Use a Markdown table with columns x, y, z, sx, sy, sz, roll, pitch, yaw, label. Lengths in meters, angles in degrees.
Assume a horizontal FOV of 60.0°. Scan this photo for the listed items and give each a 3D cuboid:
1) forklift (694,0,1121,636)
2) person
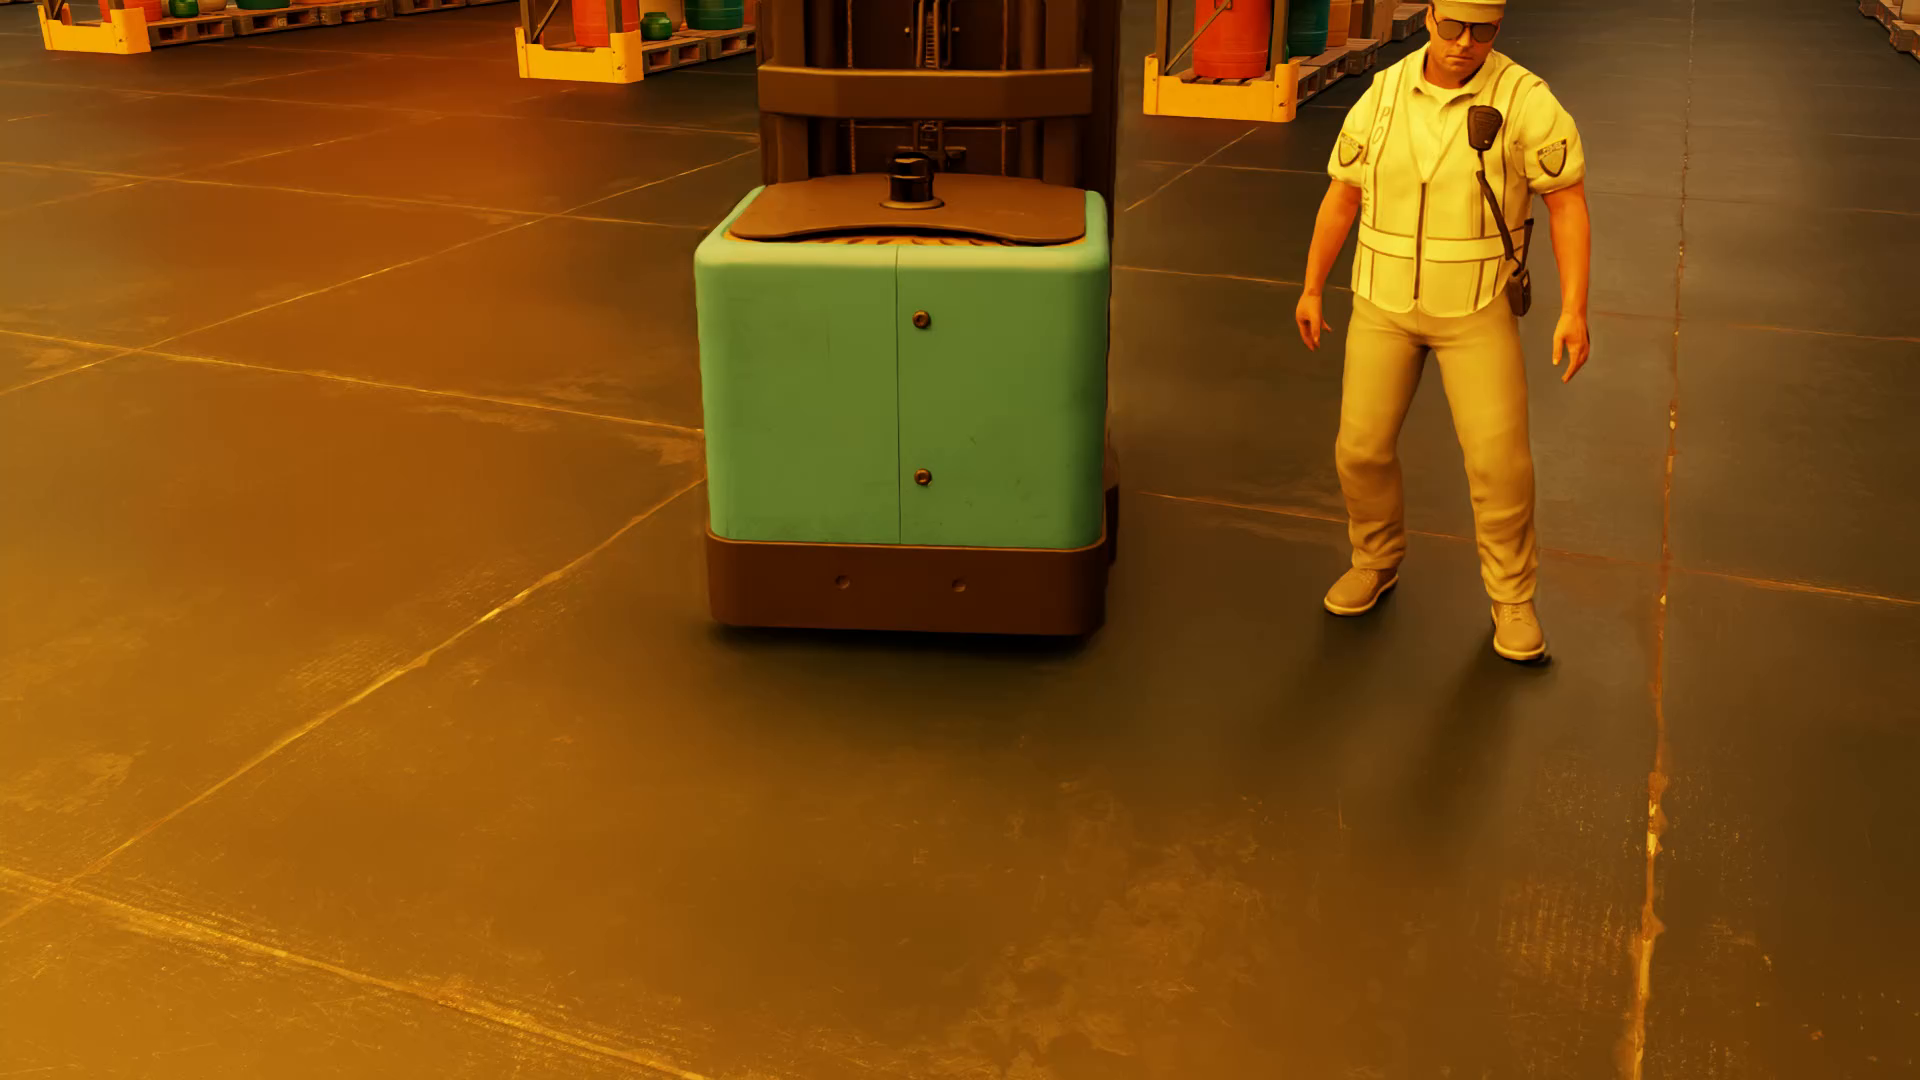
| x | y | z | sx | sy | sz | roll | pitch | yaw | label |
| --- | --- | --- | --- | --- | --- | --- | --- | --- | --- |
| -0.049 | -1.630 | 5.192 | 1.130 | 2.935 | 3.031 | 2 | 23 | 4 | forklift |
| 1.244 | -0.605 | 4.307 | 0.793 | 1.722 | 0.421 | 12 | 25 | 26 | person |
